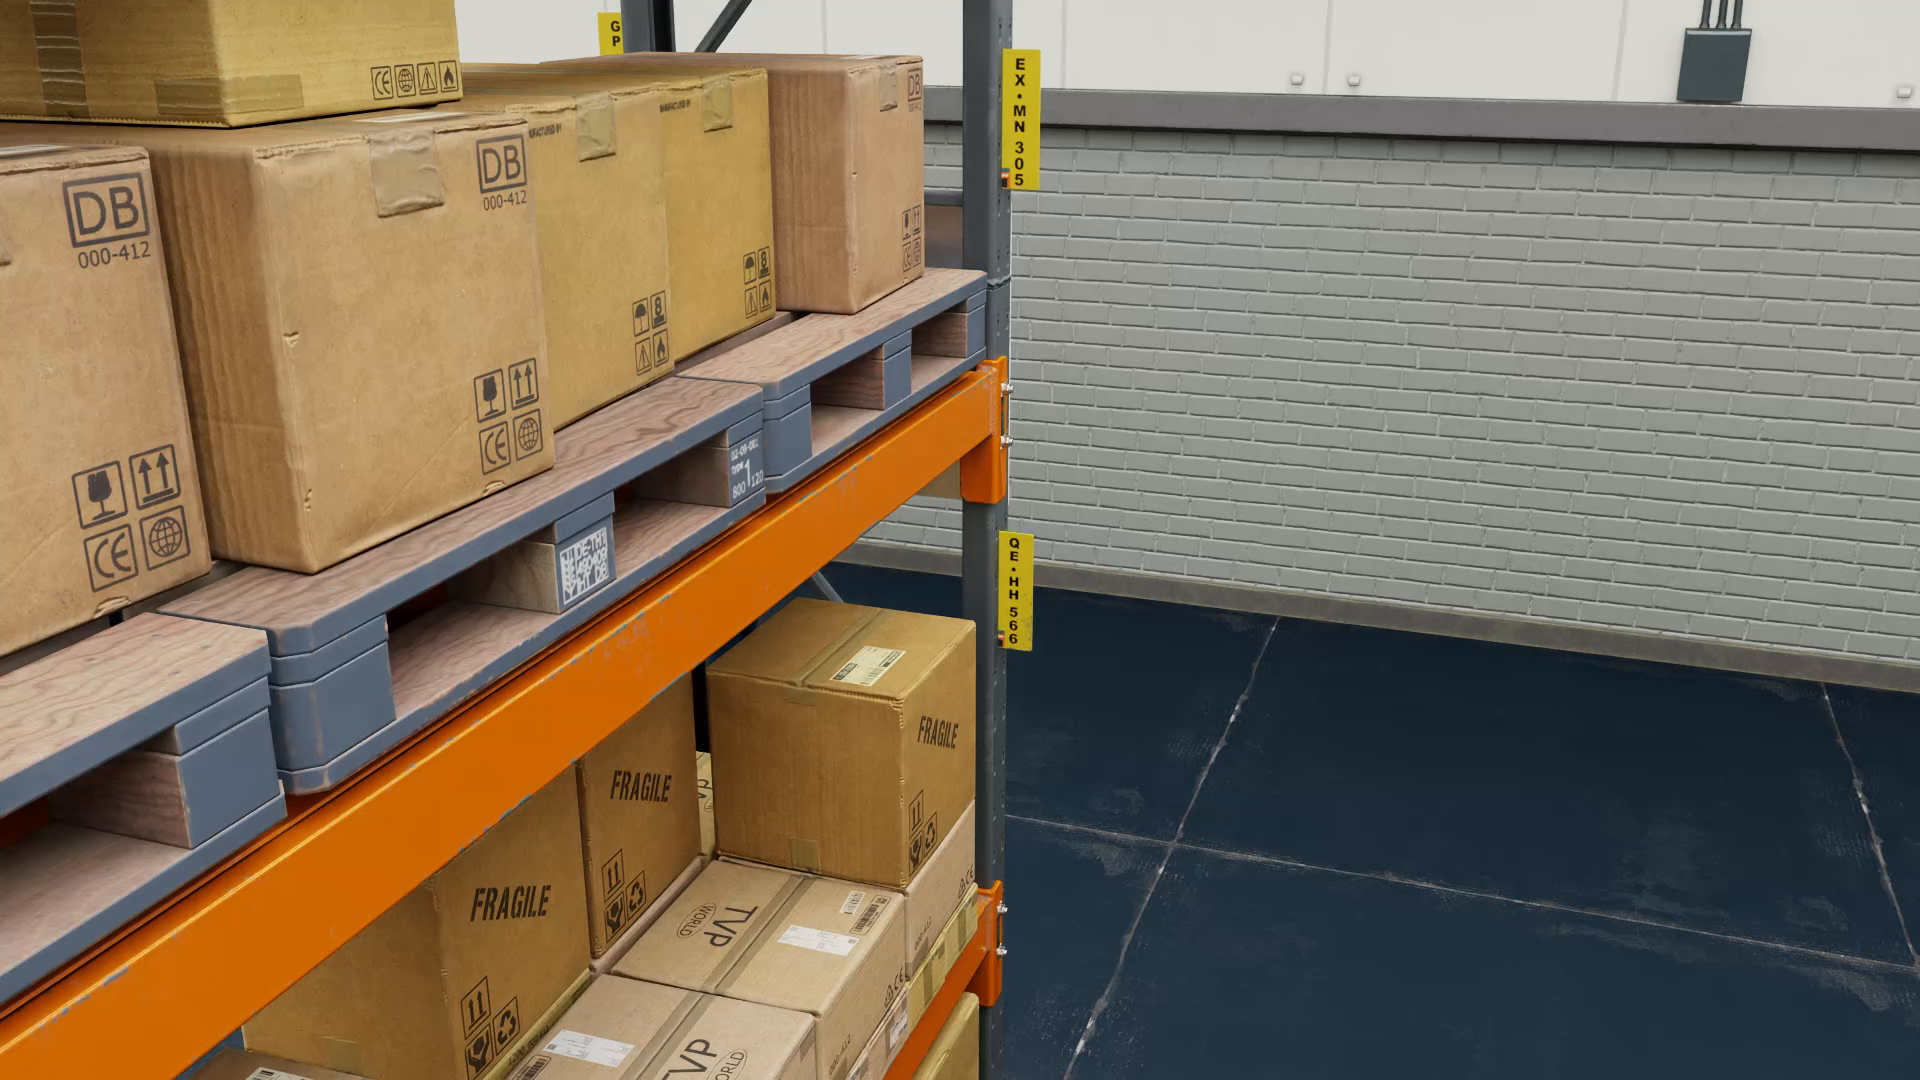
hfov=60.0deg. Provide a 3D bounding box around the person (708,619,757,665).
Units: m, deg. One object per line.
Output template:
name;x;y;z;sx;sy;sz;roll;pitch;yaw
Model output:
person;-1.124;0.299;8.210;0.347;1.591;0.483;5;20;15
